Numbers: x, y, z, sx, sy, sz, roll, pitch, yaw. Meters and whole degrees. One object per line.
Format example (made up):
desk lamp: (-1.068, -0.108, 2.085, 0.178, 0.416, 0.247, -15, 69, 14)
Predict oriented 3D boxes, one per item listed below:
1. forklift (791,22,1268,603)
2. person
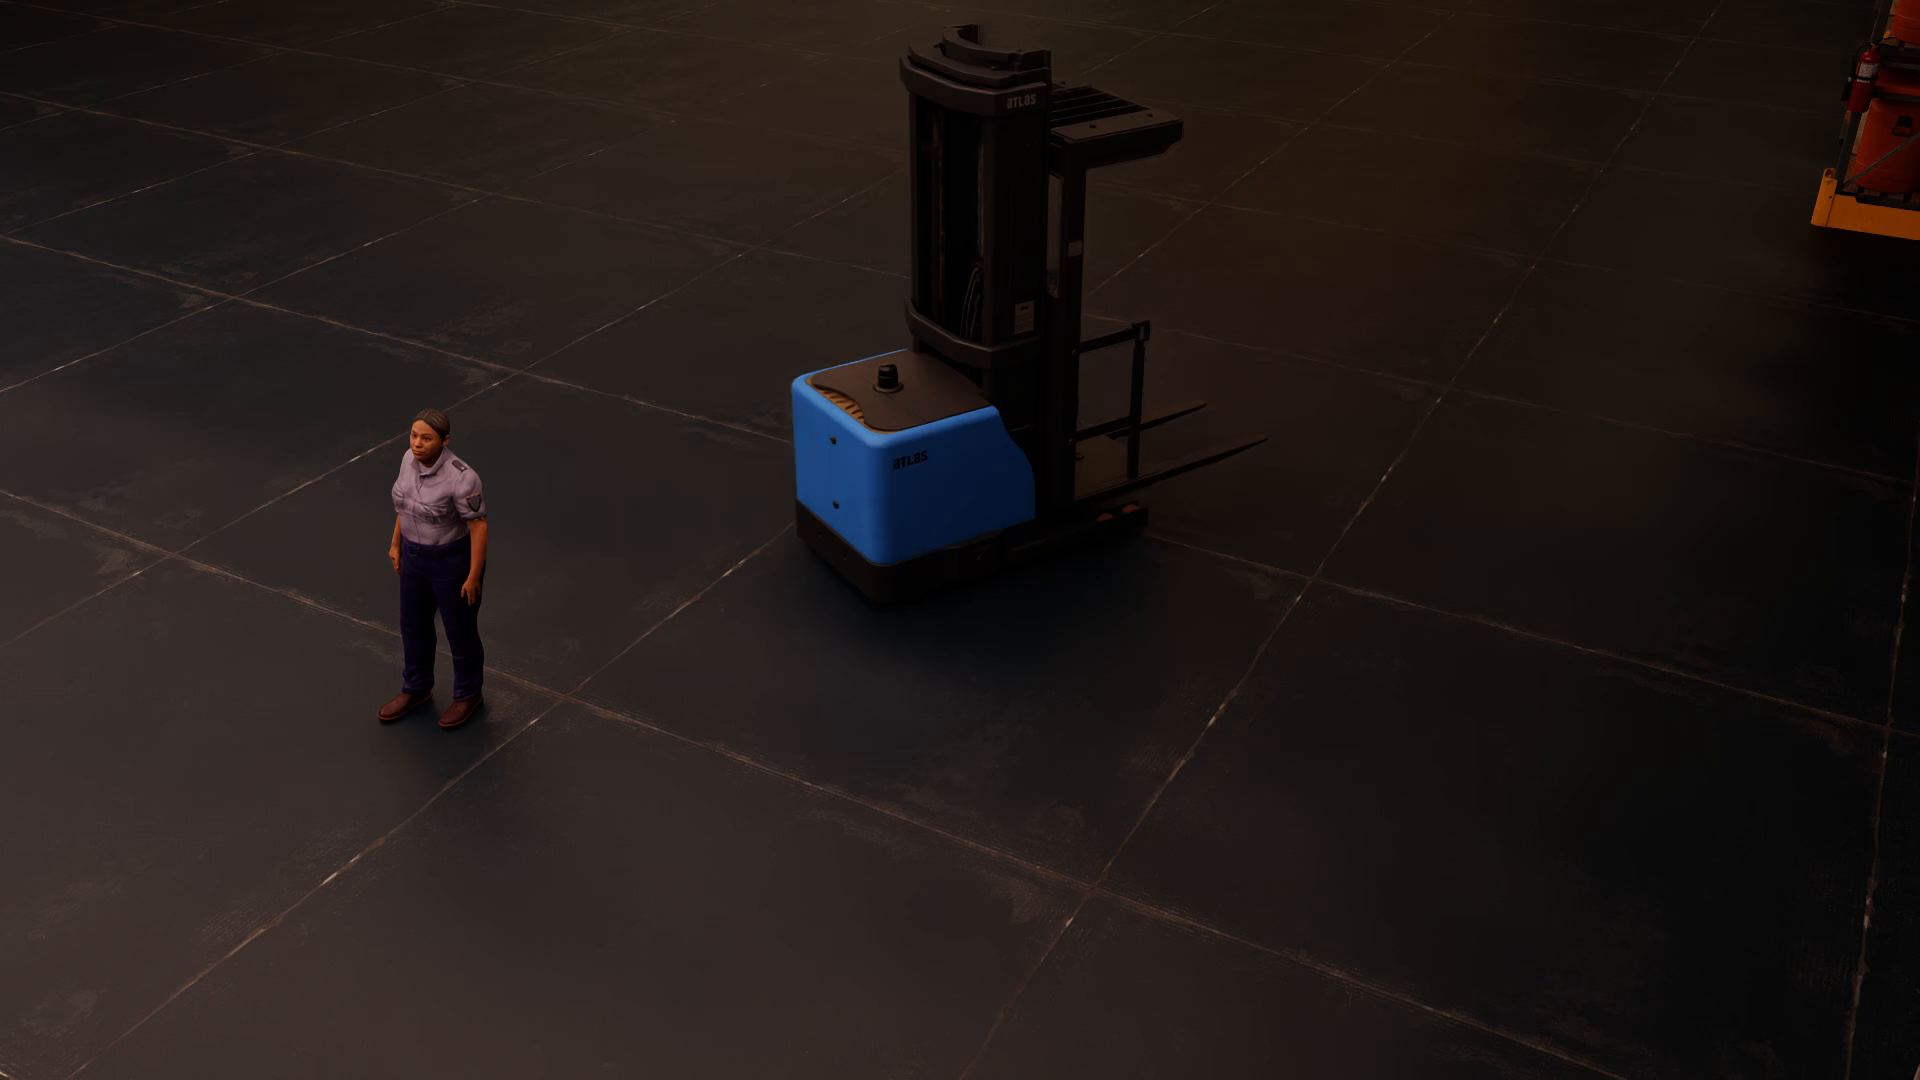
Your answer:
forklift: (0.536, -1.467, 9.612, 3.031, 2.935, 1.130, -18, 35, -28)
person: (-2.590, 0.157, 8.069, 0.599, 1.650, 0.502, 16, 34, 25)
